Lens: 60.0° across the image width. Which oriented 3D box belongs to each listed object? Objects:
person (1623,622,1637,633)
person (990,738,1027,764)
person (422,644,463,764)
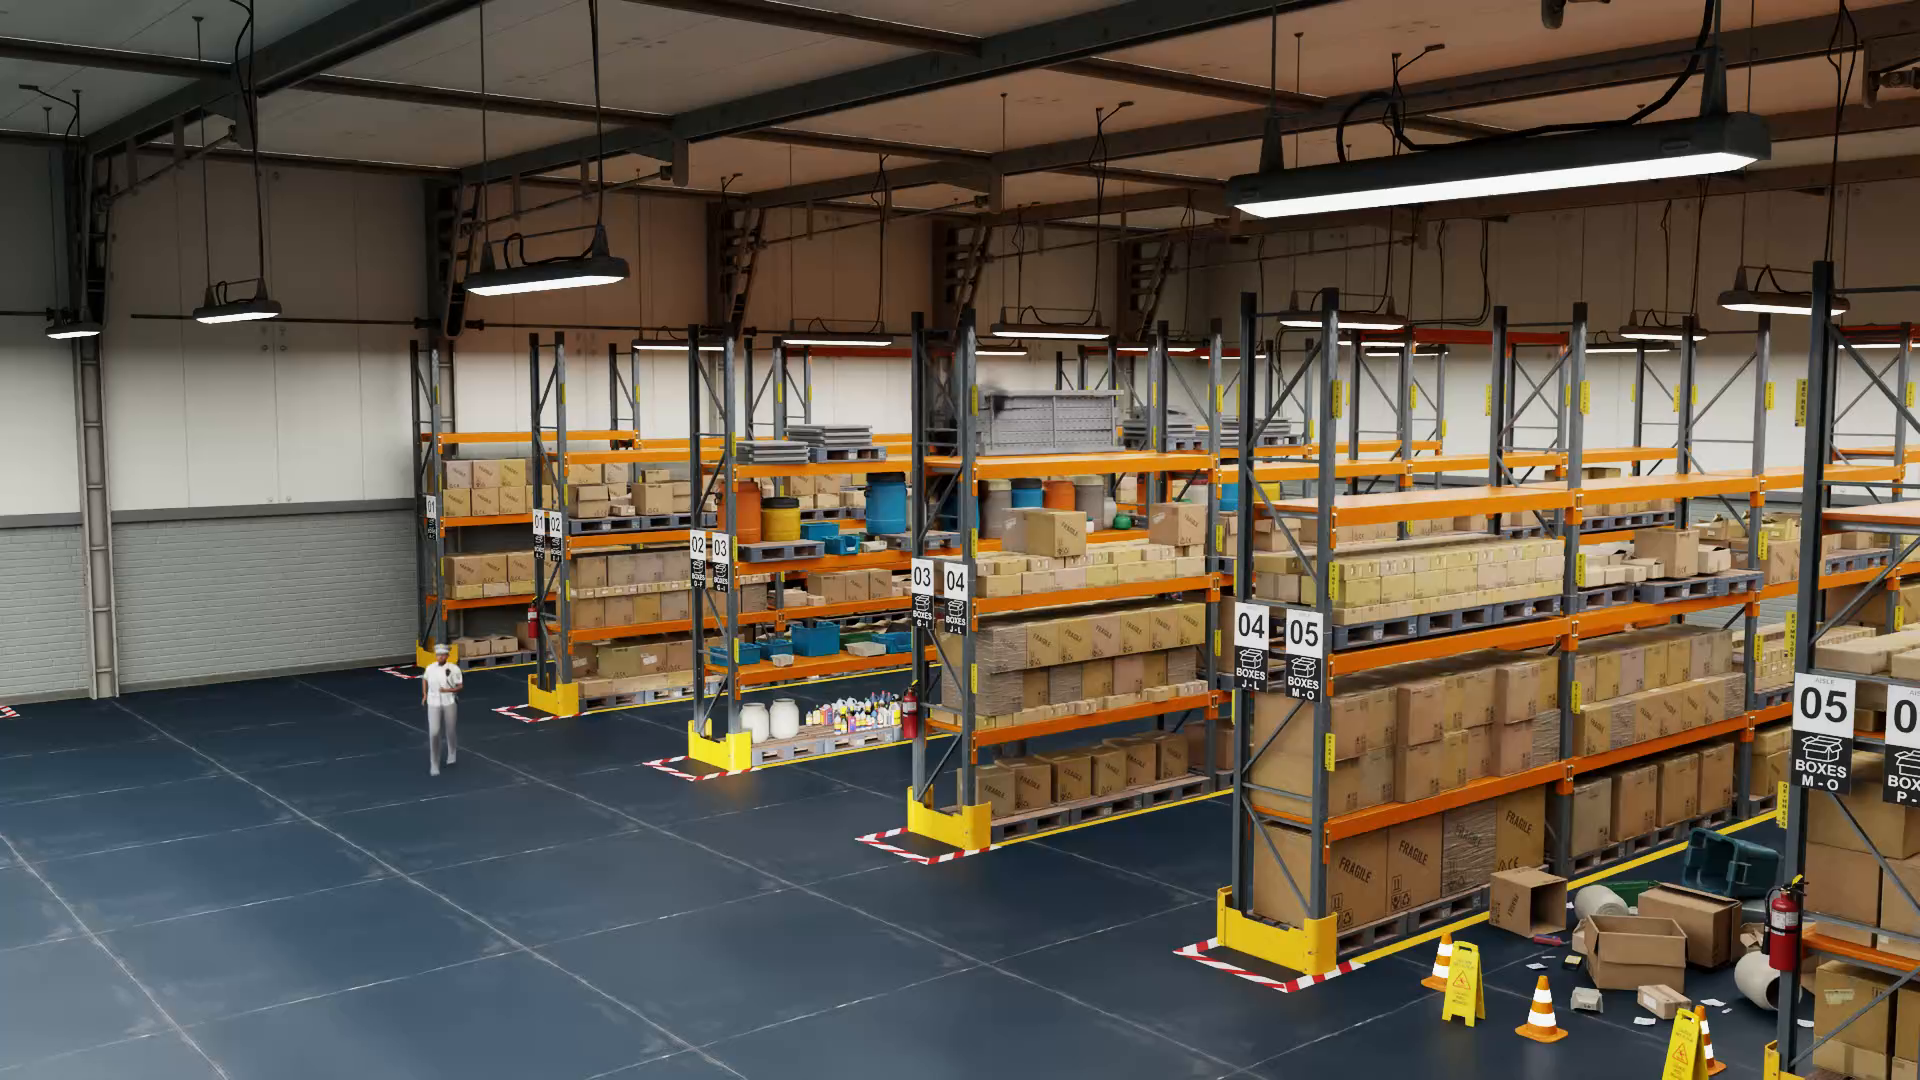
[{"bbox_3d":[10.061,2.039,25.015,0.856,1.664,0.567,-5,7,-44],"label":"person"},{"bbox_3d":[0.546,2.096,21.435,0.765,1.749,0.536,-5,7,-45],"label":"person"},{"bbox_3d":[-6.951,2.173,22.341,0.556,1.594,0.767,-1,5,-11],"label":"person"}]
